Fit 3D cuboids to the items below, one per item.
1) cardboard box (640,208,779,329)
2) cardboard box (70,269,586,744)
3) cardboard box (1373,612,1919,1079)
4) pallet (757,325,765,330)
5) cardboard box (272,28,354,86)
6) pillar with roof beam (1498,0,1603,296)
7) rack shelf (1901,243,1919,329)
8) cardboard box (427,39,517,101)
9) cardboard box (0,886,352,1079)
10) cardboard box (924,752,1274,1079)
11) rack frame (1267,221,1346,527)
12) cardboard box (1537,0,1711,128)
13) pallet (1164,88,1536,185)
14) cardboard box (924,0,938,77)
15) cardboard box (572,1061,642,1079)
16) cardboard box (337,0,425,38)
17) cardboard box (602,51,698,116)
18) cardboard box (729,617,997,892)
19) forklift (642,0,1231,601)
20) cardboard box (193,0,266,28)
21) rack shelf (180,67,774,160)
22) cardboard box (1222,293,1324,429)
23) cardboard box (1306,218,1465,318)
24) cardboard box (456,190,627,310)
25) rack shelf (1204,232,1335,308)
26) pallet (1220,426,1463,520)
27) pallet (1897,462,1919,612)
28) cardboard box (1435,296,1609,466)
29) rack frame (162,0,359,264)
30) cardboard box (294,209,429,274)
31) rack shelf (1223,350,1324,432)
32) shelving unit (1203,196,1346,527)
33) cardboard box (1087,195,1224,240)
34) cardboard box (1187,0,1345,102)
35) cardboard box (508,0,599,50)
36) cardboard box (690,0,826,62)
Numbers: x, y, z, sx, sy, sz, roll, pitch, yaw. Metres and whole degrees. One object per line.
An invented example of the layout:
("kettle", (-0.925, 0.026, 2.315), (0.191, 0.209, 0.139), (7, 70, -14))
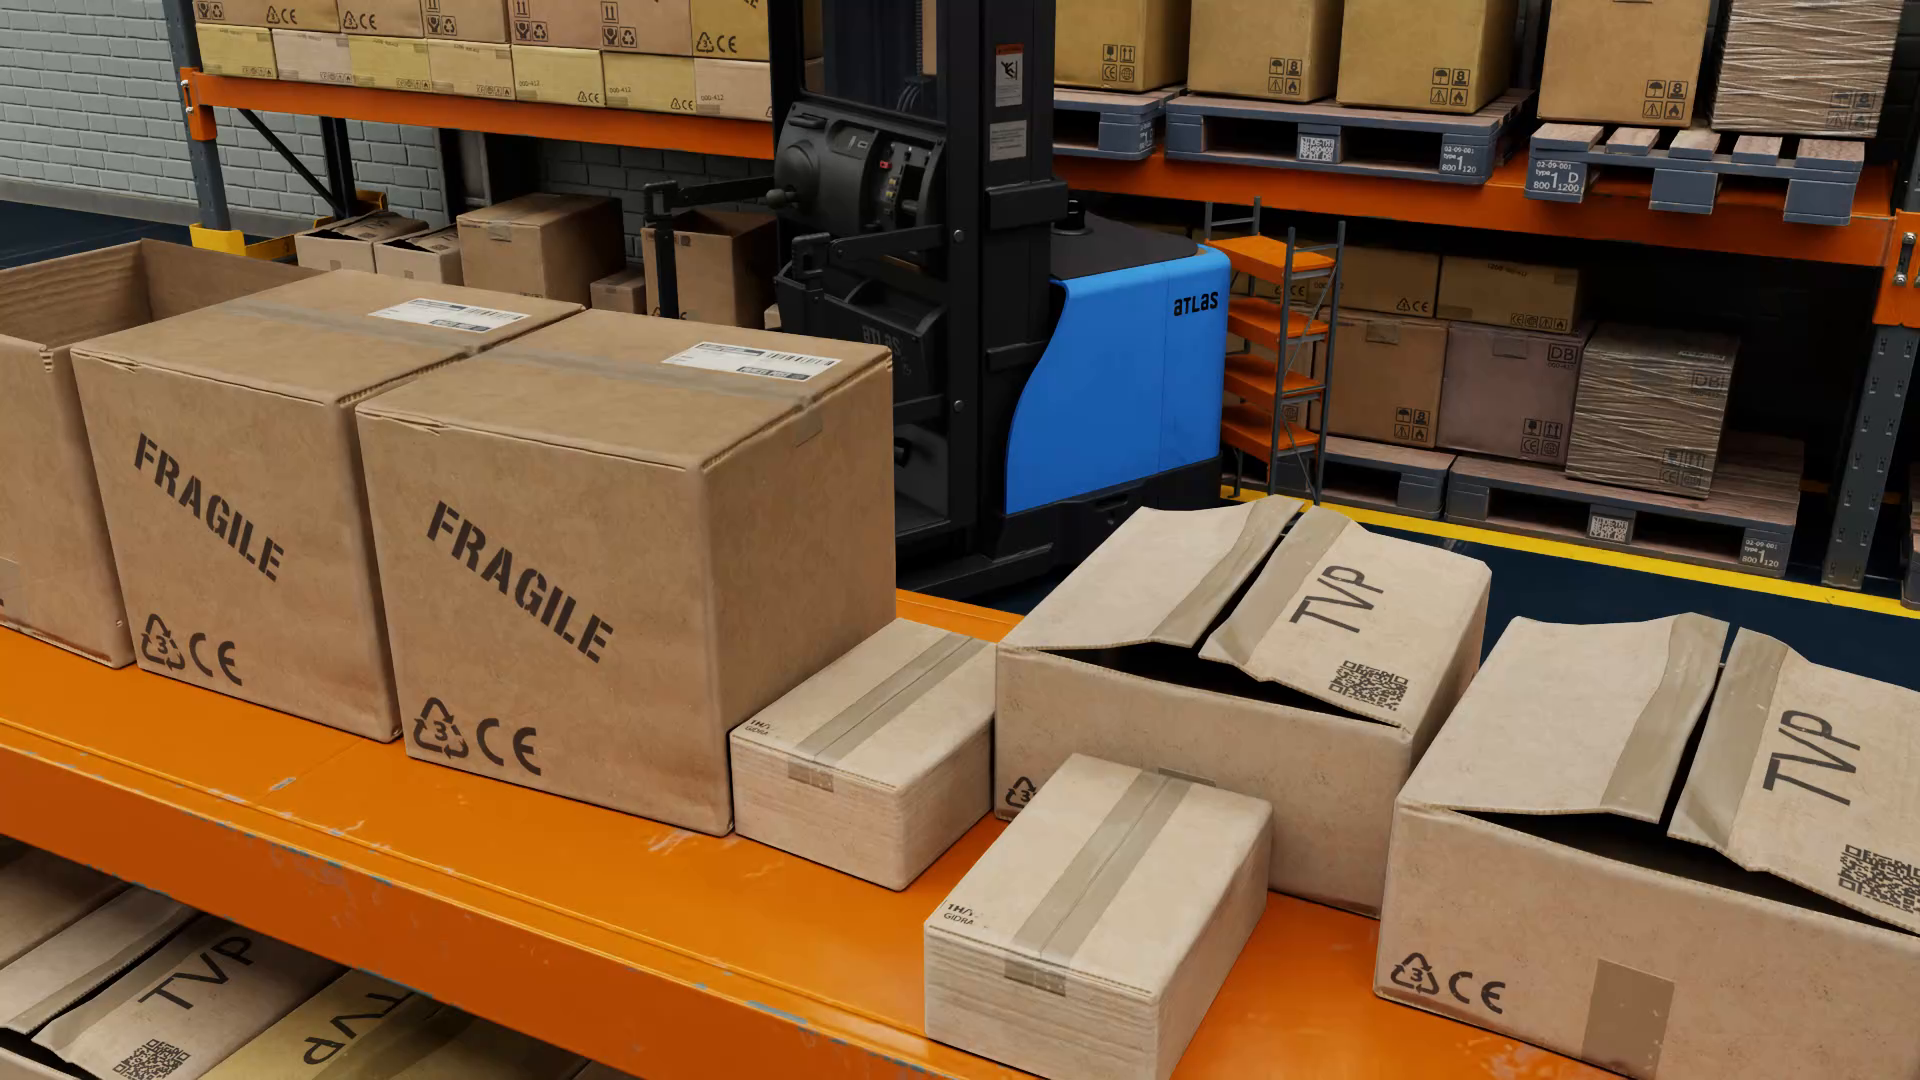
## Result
("cardboard box", (-1.197, -1.308, 8.126), (0.500, 0.500, 0.500), (9, 25, 21))
("cardboard box", (-0.889, -0.079, 2.476), (0.500, 0.500, 0.500), (11, 25, 25))
("cardboard box", (0.780, 0.312, 1.798), (0.500, 0.311, 0.500), (13, 26, 28))
("pallet", (-0.868, -0.910, 8.120), (1.213, 0.211, 1.003), (11, 25, 25))
("cardboard box", (-3.060, -2.450, 8.343), (0.500, 0.250, 0.500), (10, 25, 23))
("pillar with roof beam", (0.605, -3.169, 2.204), (0.400, 9.000, 9.100), (11, 25, 25))
("rack shelf", (5.102, -0.696, 4.974), (4.000, 0.370, 1.077), (11, 25, 25))
("cardboard box", (-2.158, -2.268, 7.915), (0.500, 0.250, 0.500), (11, 26, 25))
("cardboard box", (-1.321, 0.799, 2.799), (0.500, 0.311, 0.500), (10, 25, 23))
("cardboard box", (0.158, 0.403, 1.789), (0.250, 0.149, 0.380), (11, 25, 25))
("rack frame", (1.235, -0.538, 5.981), (0.240, 1.200, 0.015), (-11, 26, -25))
("cardboard box", (2.382, -1.798, 5.955), (0.500, 0.500, 0.700), (9, 25, 20))
("pallet", (1.532, -1.628, 6.489), (1.213, 0.211, 1.003), (11, 25, 25))
("cardboard box", (0.186, -2.234, 6.979), (0.500, 0.500, 0.700), (11, 26, 25))
("cardboard box", (-0.409, 0.978, 2.377), (0.500, 0.311, 0.500), (11, 25, 24))
("cardboard box", (-2.637, -2.705, 7.986), (0.500, 0.500, 0.500), (10, 25, 23))
("cardboard box", (-1.253, -2.096, 7.511), (0.500, 0.250, 0.500), (11, 26, 25))
("cardboard box", (-0.078, 0.260, 2.126), (0.250, 0.149, 0.380), (13, 26, 28))
("forklift", (-0.509, -1.207, 5.342), (3.031, 2.935, 1.130), (-16, 28, -32))
("cardboard box", (-3.532, -2.889, 8.419), (0.500, 0.500, 0.500), (11, 25, 25))
("rack shelf", (-2.038, -2.109, 8.296), (4.000, 0.370, 1.077), (11, 25, 25))
("cardboard box", (1.333, -0.837, 7.017), (0.500, 0.500, 0.700), (12, 26, 25))
("cardboard box", (1.709, -1.098, 6.674), (0.500, 0.250, 0.500), (11, 25, 24))
("cardboard box", (-2.105, -1.444, 8.445), (0.500, 0.500, 0.700), (10, 25, 21))
("rack shelf", (1.123, -0.984, 6.027), (0.258, 0.148, 0.480), (-11, 26, -25))
("pallet", (1.536, -0.452, 7.043), (1.213, 0.211, 1.003), (11, 25, 25))
("pallet", (3.987, 0.068, 5.820), (1.213, 0.211, 1.003), (11, 25, 25))
("cardboard box", (2.244, -0.673, 6.632), (0.500, 0.500, 0.700), (11, 25, 24))
("rack frame", (-3.822, -2.793, 8.985), (0.127, 3.000, 1.000), (11, 25, 25))
("cardboard box", (-3.246, -1.605, 9.064), (0.500, 0.311, 0.500), (8, 24, 19))
("rack shelf", (1.123, -0.561, 6.207), (0.258, 0.148, 0.480), (-11, 26, -25))
("shelving unit", (1.123, -0.623, 6.181), (0.258, 1.200, 0.503), (-11, 26, -25))
("cardboard box", (0.806, -1.283, 7.109), (0.500, 0.250, 0.500), (11, 25, 23))
("cardboard box", (1.283, -2.027, 6.494), (0.500, 0.500, 0.700), (15, 27, 32))
("cardboard box", (-1.707, -2.526, 7.566), (0.500, 0.500, 0.500), (10, 25, 23))
("cardboard box", (-0.814, -2.348, 7.145), (0.500, 0.500, 0.500), (11, 25, 24))
